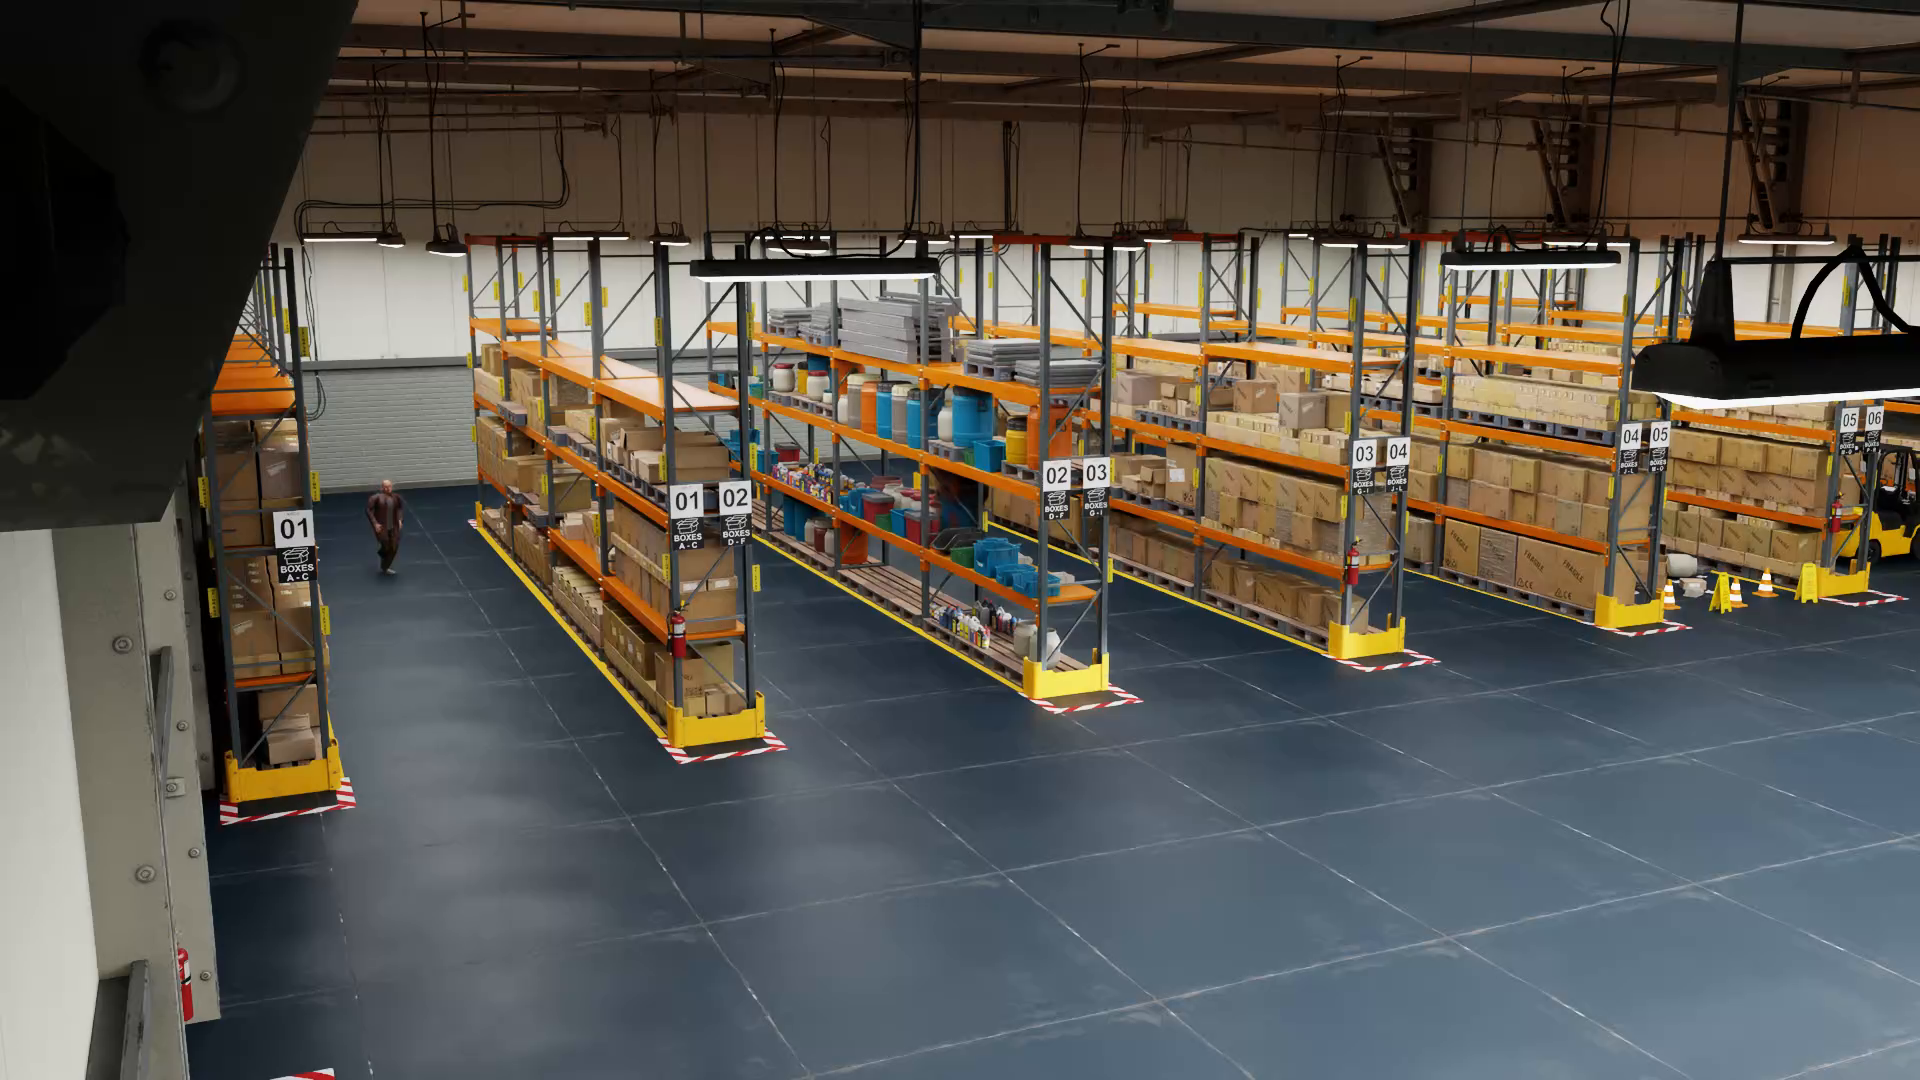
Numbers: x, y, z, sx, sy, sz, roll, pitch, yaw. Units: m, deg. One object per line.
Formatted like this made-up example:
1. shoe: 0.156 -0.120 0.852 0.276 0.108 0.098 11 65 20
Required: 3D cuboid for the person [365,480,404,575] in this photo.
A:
1. person: -10.338 -0.244 29.904 0.716 1.716 0.637 -10 14 -40
